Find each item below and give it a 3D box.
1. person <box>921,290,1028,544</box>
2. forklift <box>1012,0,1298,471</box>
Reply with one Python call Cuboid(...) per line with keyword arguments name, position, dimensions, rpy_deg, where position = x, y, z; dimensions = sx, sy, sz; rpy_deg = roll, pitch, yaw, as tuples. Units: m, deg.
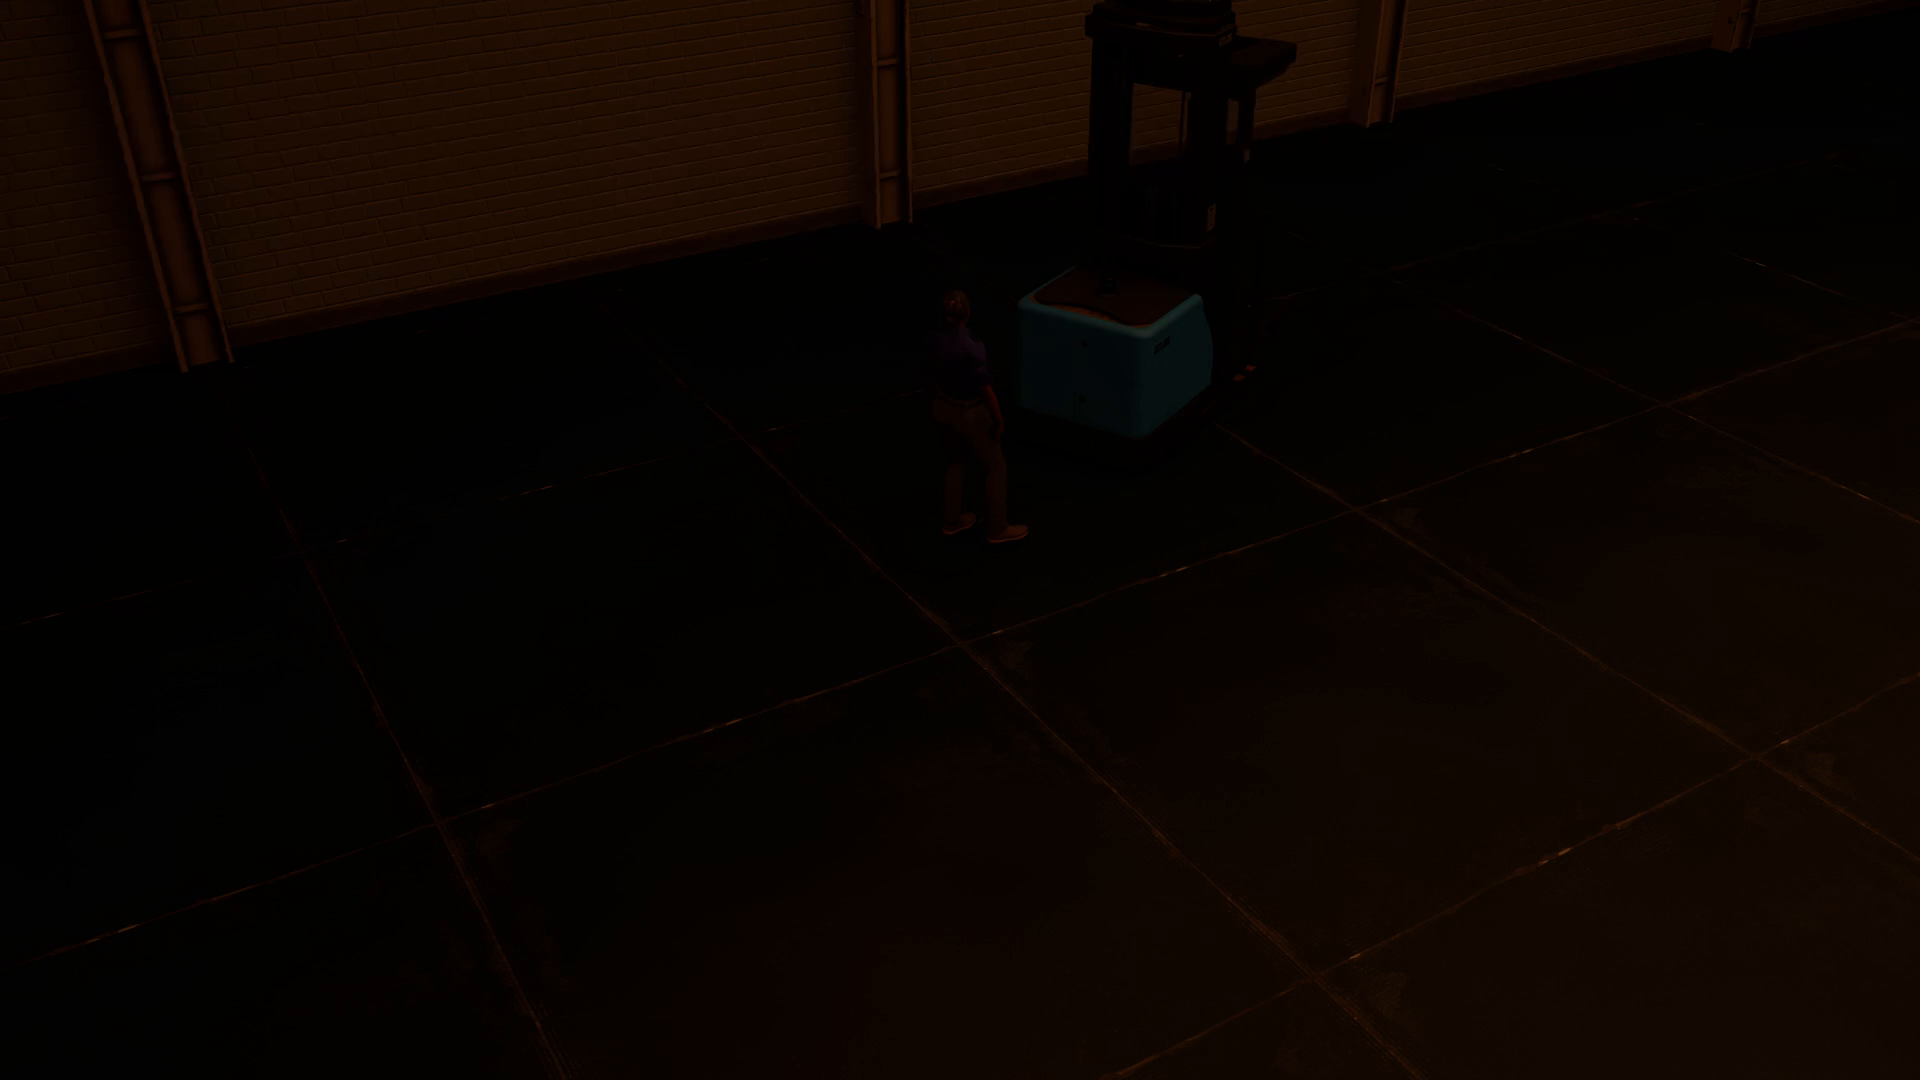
Cuboid(name="person", position=(0.072, -0.757, 10.101), dimensions=(0.644, 1.649, 0.415), rpy_deg=(21, 37, 30))
Cuboid(name="forklift", position=(1.592, -2.433, 11.710), dimensions=(1.130, 2.935, 3.031), rpy_deg=(19, 36, 28))
